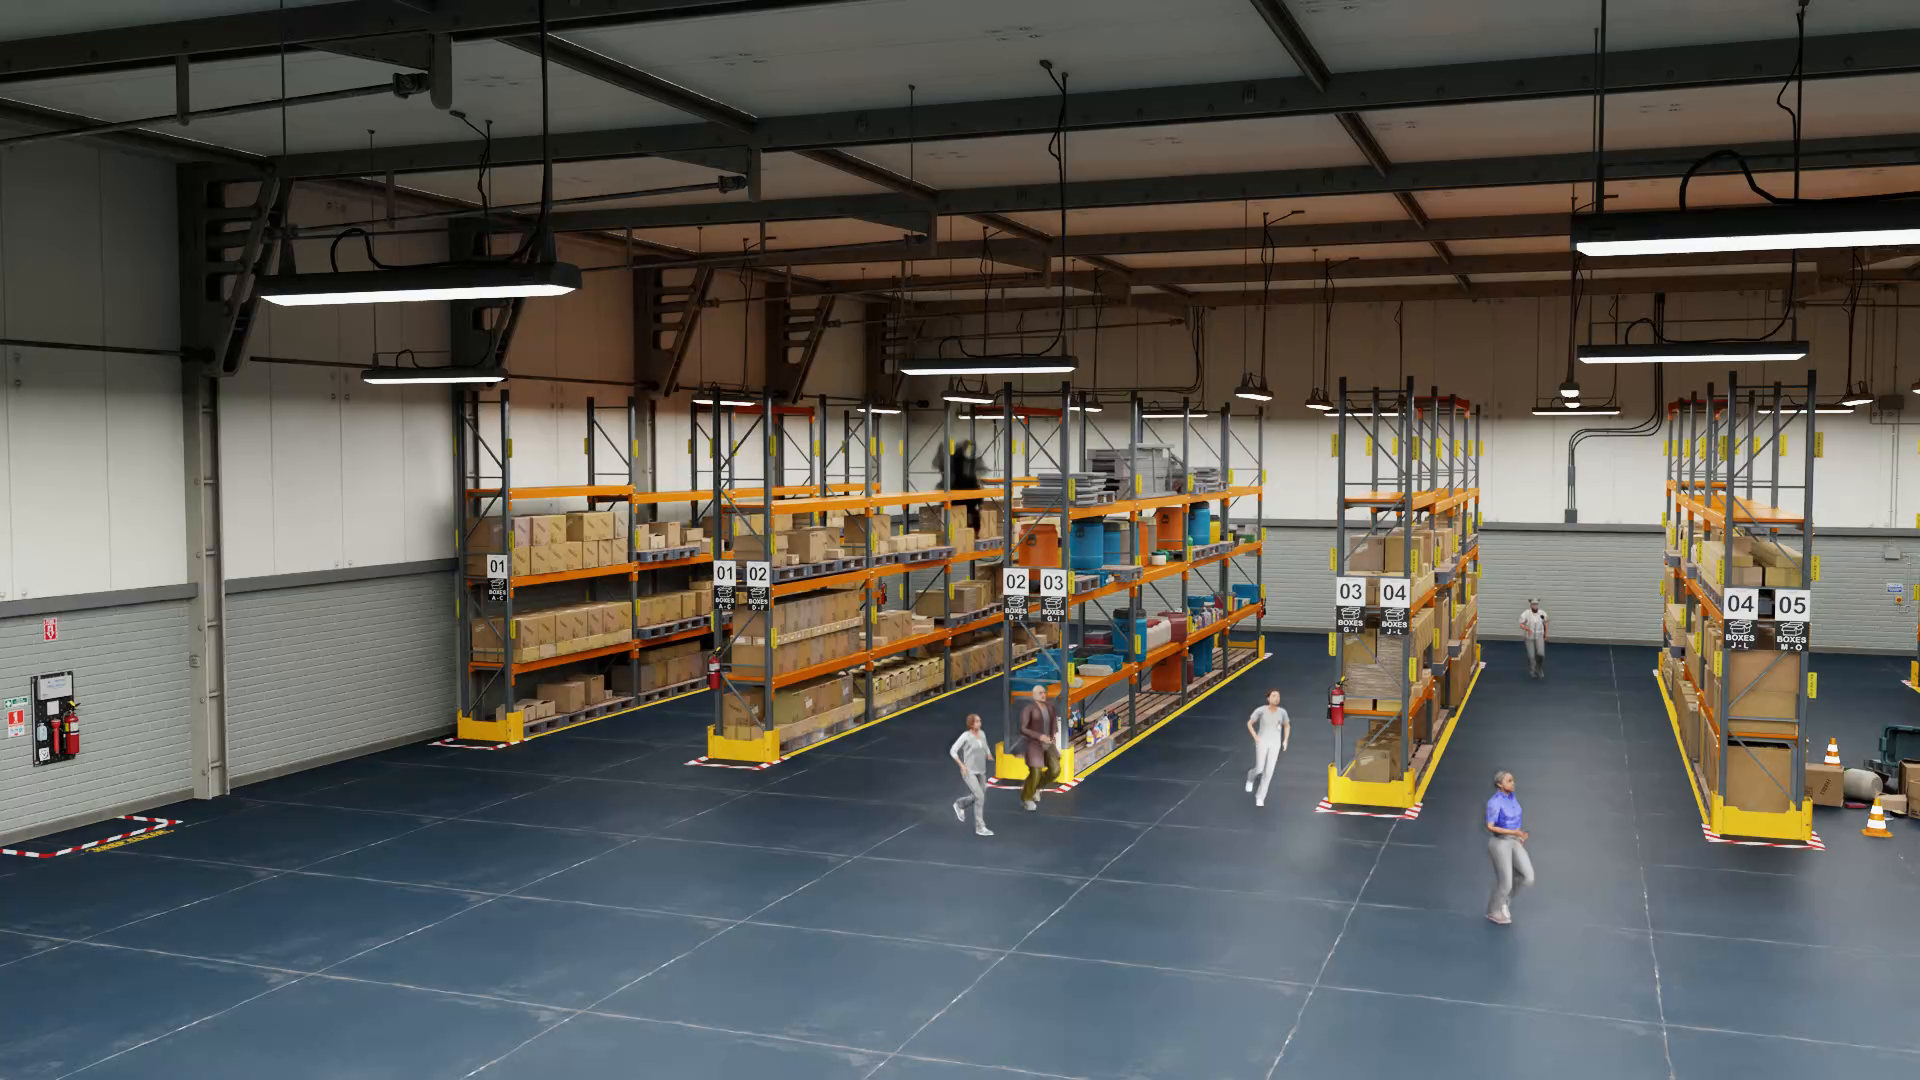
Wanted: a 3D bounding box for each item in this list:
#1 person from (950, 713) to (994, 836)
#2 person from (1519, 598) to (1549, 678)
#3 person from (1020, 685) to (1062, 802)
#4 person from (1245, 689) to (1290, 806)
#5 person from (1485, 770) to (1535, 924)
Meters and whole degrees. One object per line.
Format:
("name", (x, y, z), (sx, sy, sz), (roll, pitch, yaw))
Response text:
("person", (0.141, 3.021, 21.585), (0.538, 1.568, 0.736), (-3, 4, -43))
("person", (12.518, 2.137, 36.252), (0.638, 1.779, 0.678), (1, 3, 15))
("person", (1.140, 2.851, 22.967), (0.743, 1.624, 0.743), (-2, 4, -33))
("person", (4.379, 2.900, 23.491), (0.614, 1.609, 0.714), (0, 3, -4))
("person", (5.776, 3.223, 17.404), (0.564, 1.614, 0.559), (-2, 4, -36))
